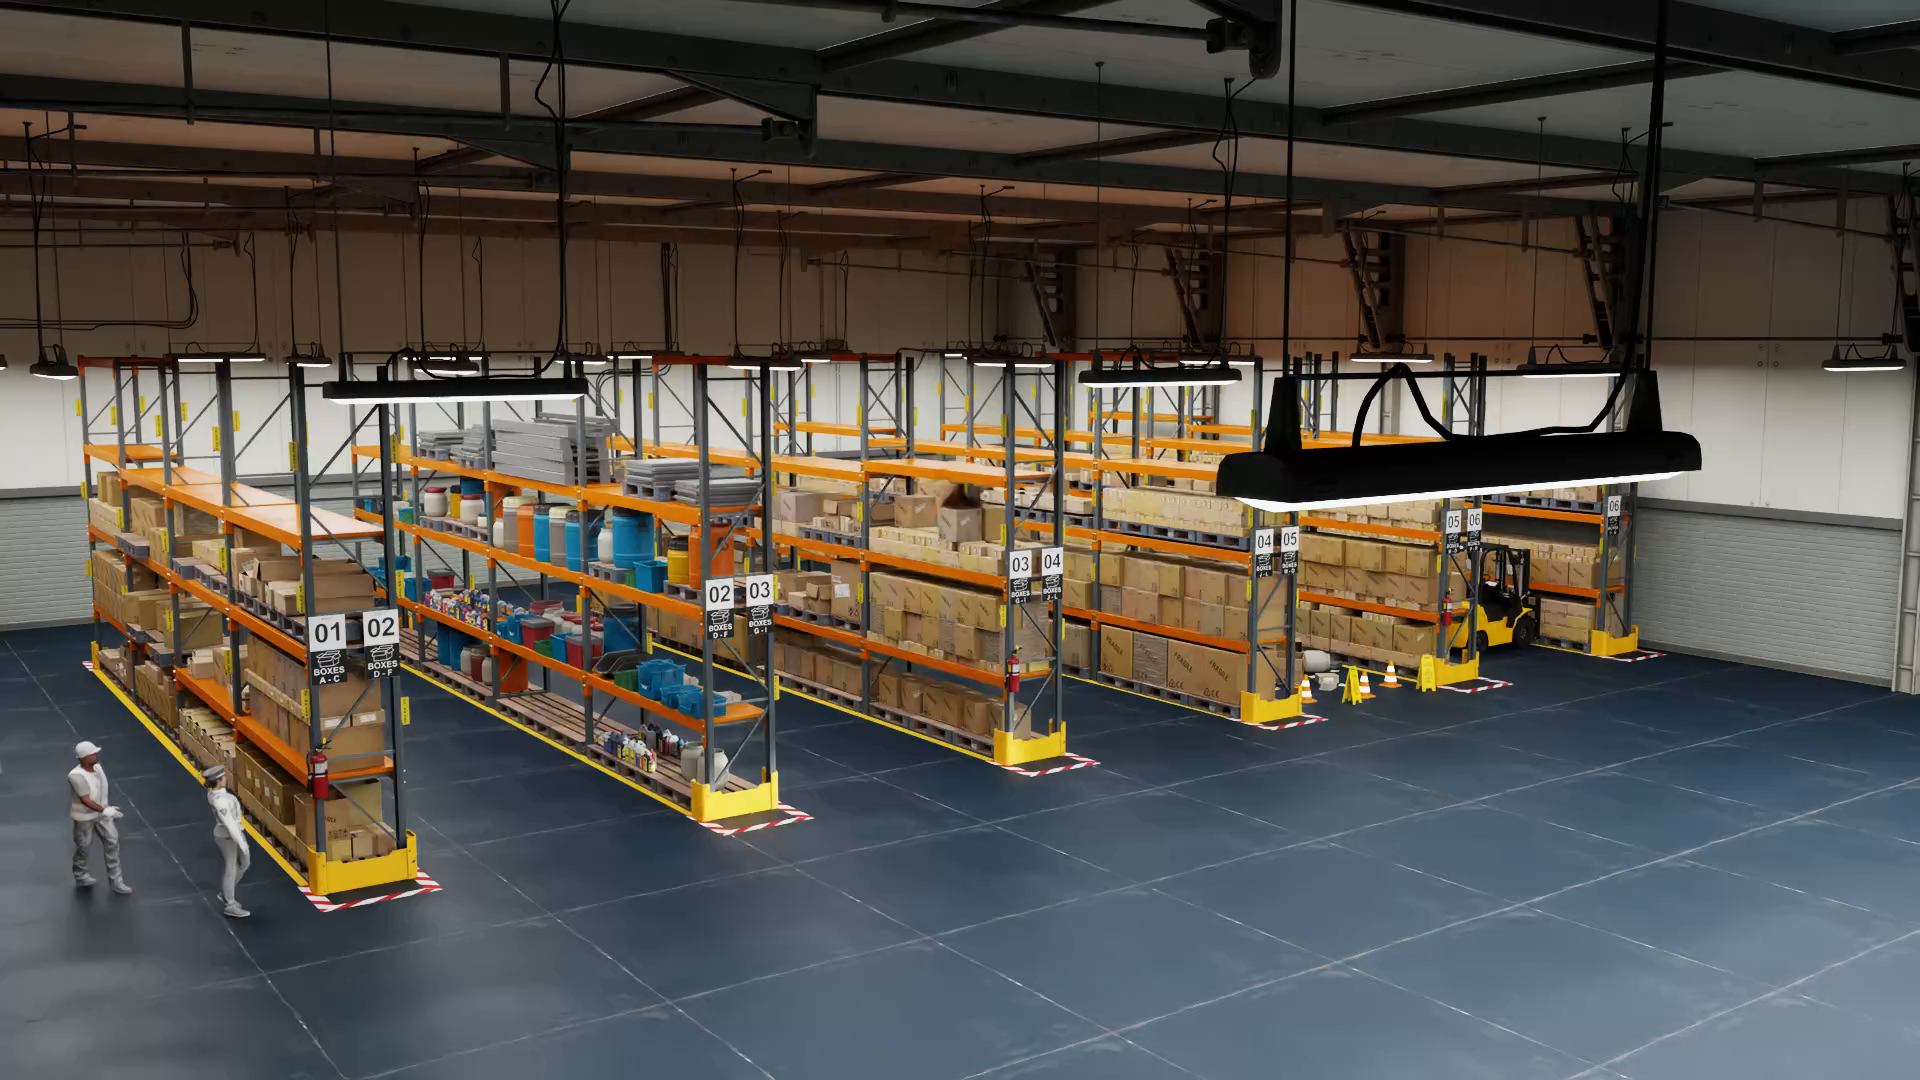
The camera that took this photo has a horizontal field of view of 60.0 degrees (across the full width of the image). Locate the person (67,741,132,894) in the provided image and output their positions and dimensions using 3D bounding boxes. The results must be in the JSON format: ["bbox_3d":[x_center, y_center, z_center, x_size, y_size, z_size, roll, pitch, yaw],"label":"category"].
[{"bbox_3d":[-9.883,3.145,18.929,0.943,1.735,0.493,5,8,34],"label":"person"}]

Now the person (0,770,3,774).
[{"bbox_3d":[-14.309,2.588,24.287,0.475,1.618,0.947,-6,9,-40],"label":"person"}]

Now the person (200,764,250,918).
[{"bbox_3d":[-8.040,3.295,18.300,0.505,1.689,0.555,-1,7,-10],"label":"person"}]
